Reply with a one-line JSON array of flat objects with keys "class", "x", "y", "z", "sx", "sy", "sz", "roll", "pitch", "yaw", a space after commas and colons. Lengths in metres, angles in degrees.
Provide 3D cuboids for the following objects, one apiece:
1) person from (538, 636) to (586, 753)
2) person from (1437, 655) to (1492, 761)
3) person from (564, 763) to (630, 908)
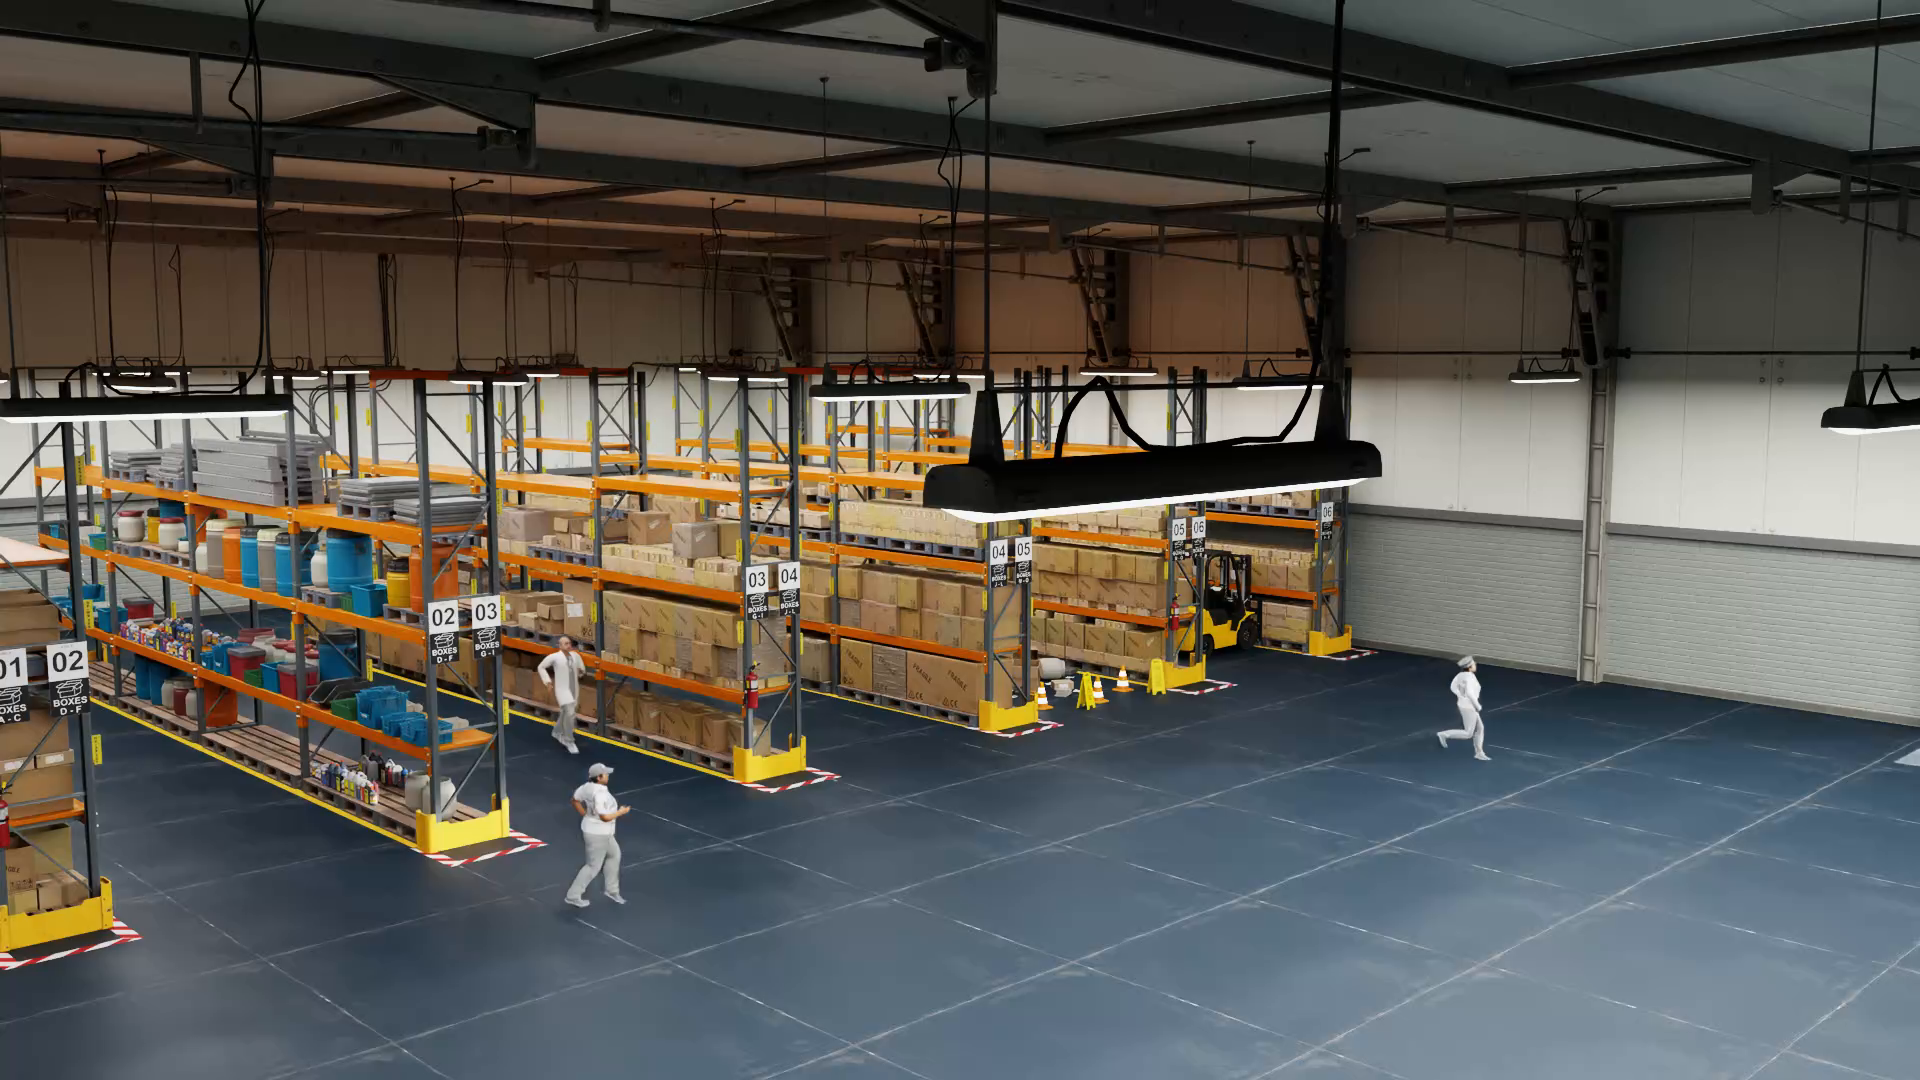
[{"class": "person", "x": -6.291, "y": 2.457, "z": 26.546, "sx": 0.833, "sy": 1.849, "sz": 0.672, "roll": 5, "pitch": 8, "yaw": 36}, {"class": "person", "x": 7.846, "y": 2.621, "z": 25.825, "sx": 0.893, "sy": 1.674, "sz": 0.607, "roll": 0, "pitch": 6, "yaw": 2}, {"class": "person", "x": -4.128, "y": 3.387, "z": 18.907, "sx": 0.757, "sy": 1.730, "sz": 0.588, "roll": -3, "pitch": 7, "yaw": -23}]
